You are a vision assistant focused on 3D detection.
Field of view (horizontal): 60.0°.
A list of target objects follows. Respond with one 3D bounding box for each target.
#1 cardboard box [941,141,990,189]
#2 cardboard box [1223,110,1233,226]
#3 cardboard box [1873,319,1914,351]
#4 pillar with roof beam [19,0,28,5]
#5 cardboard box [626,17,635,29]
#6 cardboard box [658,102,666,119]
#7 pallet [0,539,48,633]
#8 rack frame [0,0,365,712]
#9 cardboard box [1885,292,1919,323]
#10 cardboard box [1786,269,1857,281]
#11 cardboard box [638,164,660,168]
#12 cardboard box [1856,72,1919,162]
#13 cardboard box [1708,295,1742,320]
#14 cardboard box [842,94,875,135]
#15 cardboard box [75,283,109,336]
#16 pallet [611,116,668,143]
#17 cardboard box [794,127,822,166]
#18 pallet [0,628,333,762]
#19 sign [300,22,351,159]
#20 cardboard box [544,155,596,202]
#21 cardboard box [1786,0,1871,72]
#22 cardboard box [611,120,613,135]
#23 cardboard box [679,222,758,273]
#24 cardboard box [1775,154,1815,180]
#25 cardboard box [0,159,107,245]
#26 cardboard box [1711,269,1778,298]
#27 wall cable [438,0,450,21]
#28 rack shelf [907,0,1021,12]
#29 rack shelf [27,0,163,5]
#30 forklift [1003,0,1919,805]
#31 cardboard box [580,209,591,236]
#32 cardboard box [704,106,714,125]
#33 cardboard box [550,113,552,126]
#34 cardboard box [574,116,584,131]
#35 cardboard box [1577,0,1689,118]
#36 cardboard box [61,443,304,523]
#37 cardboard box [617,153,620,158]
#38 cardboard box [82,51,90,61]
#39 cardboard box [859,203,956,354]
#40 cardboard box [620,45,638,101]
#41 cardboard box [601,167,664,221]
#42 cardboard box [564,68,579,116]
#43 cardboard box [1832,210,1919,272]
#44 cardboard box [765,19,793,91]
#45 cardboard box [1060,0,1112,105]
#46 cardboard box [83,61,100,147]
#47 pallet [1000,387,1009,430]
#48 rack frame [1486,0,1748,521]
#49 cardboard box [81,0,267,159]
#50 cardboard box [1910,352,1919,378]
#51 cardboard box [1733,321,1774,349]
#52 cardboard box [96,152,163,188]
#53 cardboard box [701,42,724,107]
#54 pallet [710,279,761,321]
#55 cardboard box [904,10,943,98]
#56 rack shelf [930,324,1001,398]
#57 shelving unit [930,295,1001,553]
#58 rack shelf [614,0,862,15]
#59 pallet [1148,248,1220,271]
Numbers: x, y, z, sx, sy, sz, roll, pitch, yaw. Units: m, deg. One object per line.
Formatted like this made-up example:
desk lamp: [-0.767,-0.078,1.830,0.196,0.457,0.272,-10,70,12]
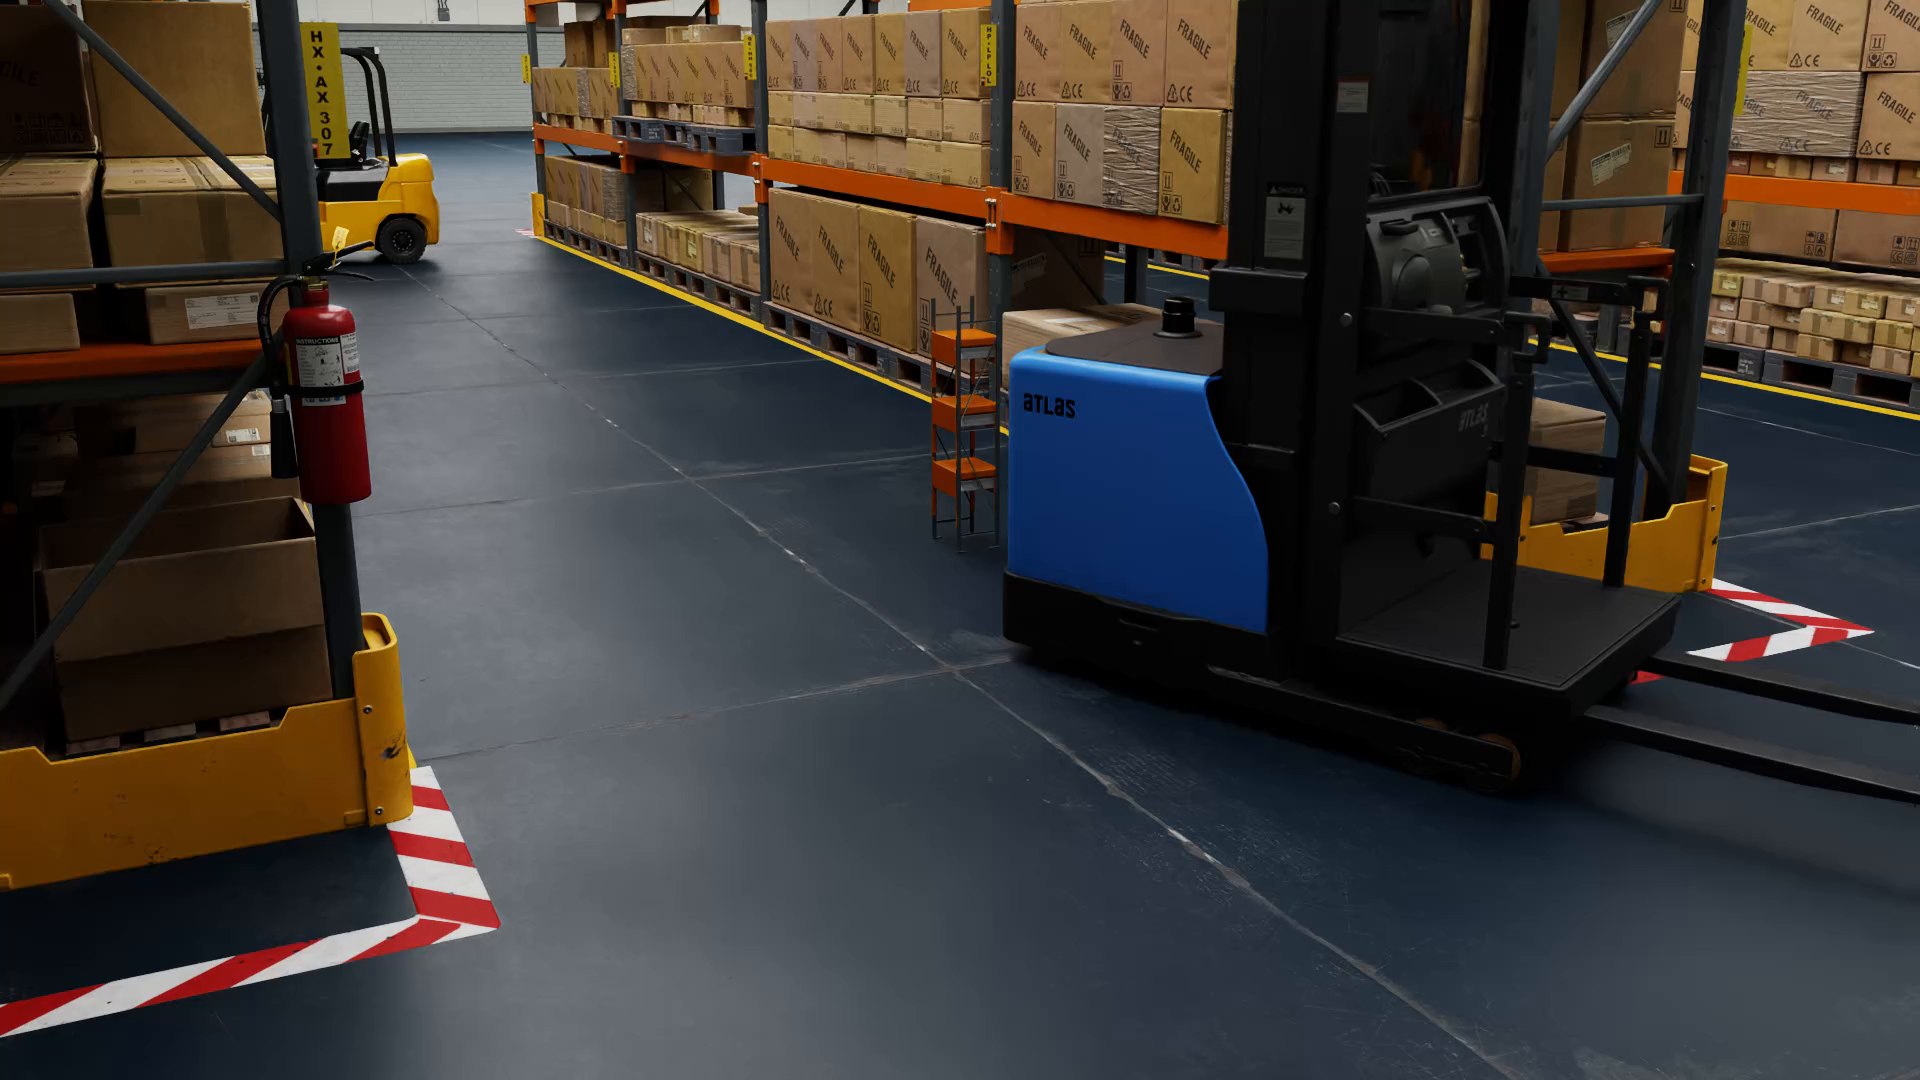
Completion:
cardboard box: [0.221,-2.230,9.856,0.500,0.250,0.500,-8,18,-26]
cardboard box: [1.507,-1.618,7.269,0.500,0.500,0.500,-7,17,-23]
cardboard box: [5.751,-1.245,10.019,0.380,0.149,0.250,-7,17,-22]
pillar with roof beam: [-8.337,-9.206,23.017,9.100,9.000,0.400,-8,18,-25]
cardboard box: [-3.063,-5.141,17.195,0.700,0.500,0.500,-8,18,-25]
cardboard box: [-2.533,-3.918,15.160,0.380,0.149,0.250,-7,18,-24]
pallet: [-2.978,0.193,6.195,1.003,0.211,1.213,-8,18,-25]
rack frame: [-2.064,-0.629,4.004,1.000,3.000,0.127,-8,18,-25]
cardboard box: [5.816,-1.400,10.018,0.380,0.149,0.250,-8,18,-27]
cardboard box: [5.746,-1.712,11.107,0.380,0.149,0.250,-7,17,-23]
cardboard box: [-3.121,-3.756,17.765,0.500,0.500,0.500,-7,17,-23]
cardboard box: [5.713,-2.502,9.811,0.500,0.500,0.500,-7,17,-22]
cardboard box: [5.251,-1.583,11.195,0.380,0.149,0.250,-8,18,-25]
cardboard box: [-0.465,-2.845,11.093,0.500,0.250,0.500,-7,18,-24]
cardboard box: [-2.506,-0.628,4.457,0.380,0.149,0.250,-7,17,-23]
pallet: [-2.657,-3.906,15.771,1.003,0.211,1.213,-8,18,-25]
cardboard box: [-0.879,-2.864,12.065,0.500,0.250,0.500,-8,18,-27]
pallet: [-2.447,0.495,5.143,1.003,0.211,1.213,-8,18,-25]
sign: [-1.576,-1.111,4.113,0.100,0.325,0.005,-8,18,-25]
cardboard box: [-4.497,-4.198,19.306,0.500,0.500,0.500,-8,18,-27]
cardboard box: [5.462,-3.120,10.150,0.500,0.500,0.500,-7,18,-24]
cardboard box: [-3.275,-4.127,16.650,0.380,0.149,0.250,-8,18,-25]
cardboard box: [-2.004,-2.664,15.098,0.950,0.372,0.625,-7,17,-23]
cardboard box: [5.389,-2.361,10.494,0.380,0.149,0.250,-7,18,-24]
cardboard box: [-2.941,-1.033,5.145,0.500,0.250,0.500,-7,17,-23]
cardboard box: [5.237,-1.719,11.133,0.380,0.149,0.250,-8,18,-26]
wall cable: [-14.282,-18.305,48.559,2.305,6.003,0.169,-8,18,-25]
rack shelf: [0.669,-6.420,20.051,1.077,0.370,4.000,-8,18,-25]
rack shelf: [-6.445,-4.204,12.330,1.077,0.370,4.000,-8,18,-25]
forklift: [1.612,-0.853,4.909,3.031,2.935,1.130,13,20,37]
cardboard box: [-3.822,-3.457,18.082,0.500,0.250,0.500,-7,18,-24]
cardboard box: [-1.900,-3.525,13.791,0.380,0.149,0.250,-9,18,-28]
cardboard box: [-4.484,-4.830,19.101,0.380,0.149,0.250,-8,18,-27]
cardboard box: [-3.954,-4.505,17.967,0.380,0.149,0.250,-7,18,-24]
cardboard box: [2.442,-1.912,6.480,0.500,0.500,0.500,-8,18,-26]
cardboard box: [-2.586,-0.009,5.614,0.700,0.500,0.500,-7,17,-23]
cardboard box: [-3.699,-4.437,18.961,0.380,0.149,0.250,-7,18,-24]
cardboard box: [-7.732,-4.150,14.377,0.380,0.149,0.250,-8,18,-25]
cardboard box: [-0.102,-1.769,11.068,0.875,0.875,0.875,-7,17,-23]
cardboard box: [-2.913,-4.447,15.827,0.500,0.500,0.500,-7,18,-24]
cardboard box: [-3.361,-3.560,17.082,0.500,0.500,0.500,-8,18,-26]
cardboard box: [-3.971,-4.858,18.019,0.500,0.500,0.500,-8,18,-26]
cardboard box: [8.862,-2.977,15.278,1.225,0.875,0.875,-8,18,-27]
cardboard box: [-1.112,-3.590,12.329,0.500,0.500,0.500,-8,18,-27]
cardboard box: [0.851,-2.477,8.449,0.500,0.500,0.500,-8,18,-26]
cardboard box: [-3.827,-2.018,7.901,0.700,0.500,0.500,-7,18,-23]
pallet: [0.907,-0.683,9.248,1.003,0.211,1.213,-8,18,-25]
rack frame: [2.397,-1.230,6.097,1.000,3.000,0.127,-8,18,-25]
cardboard box: [-2.678,-1.577,5.681,0.500,0.500,0.500,-7,18,-23]
cardboard box: [5.854,-1.032,9.817,0.380,0.149,0.250,-9,18,-27]
cardboard box: [5.349,-1.369,10.990,0.380,0.149,0.250,-8,18,-26]
cardboard box: [-2.710,-1.219,5.794,0.500,0.250,0.500,-8,18,-26]
cardboard box: [-1.794,-3.812,13.615,0.500,0.500,0.500,-8,18,-26]
pallet: [-1.449,-2.067,14.070,1.003,0.211,1.213,-8,18,-25]
cardboard box: [-0.011,-2.958,10.126,0.500,0.500,0.500,-7,18,-24]
rack shelf: [0.023,-0.754,6.984,0.215,0.259,0.240,-8,18,-25]
shelving unit: [0.023,-0.491,7.060,0.215,1.050,0.252,-8,18,-25]
rack shelf: [-1.984,-4.805,14.423,1.077,0.370,4.000,-8,18,-25]
pallet: [2.489,-3.003,17.332,1.003,0.211,1.213,-8,18,-25]
